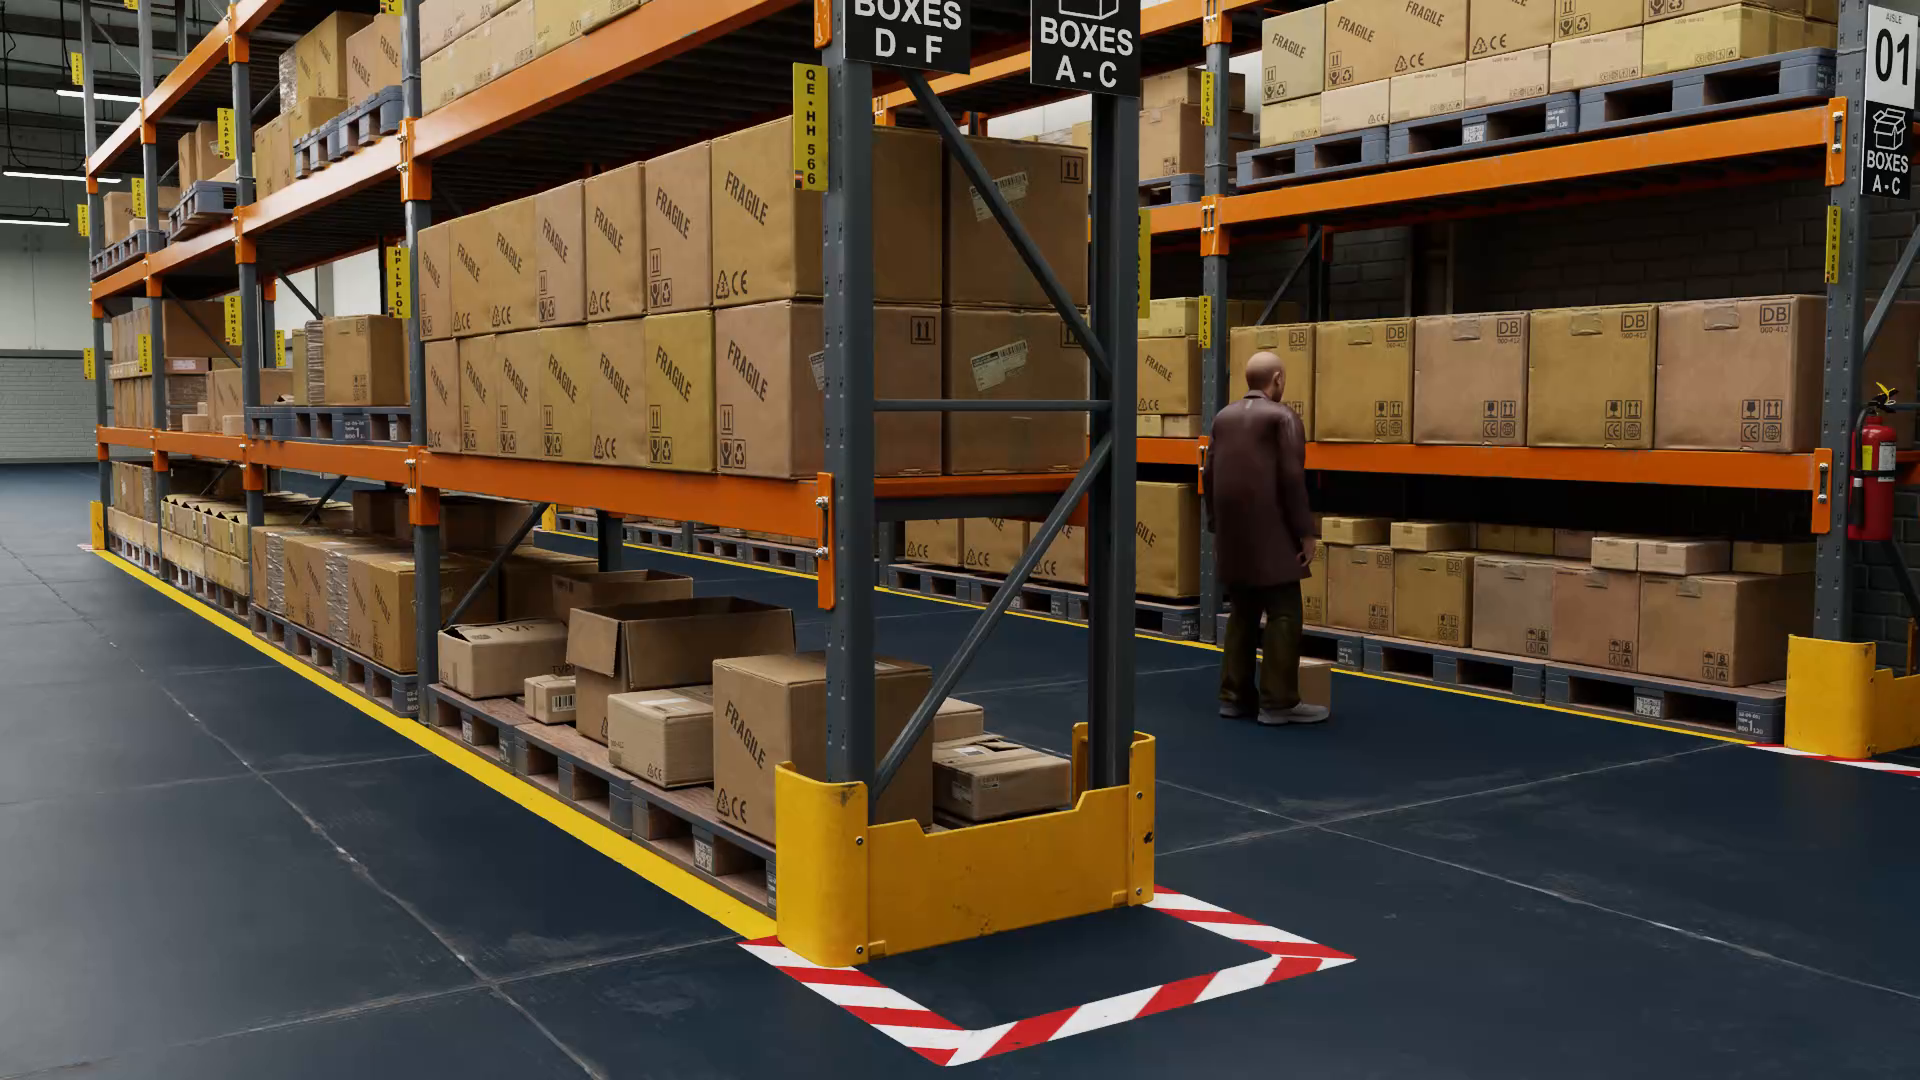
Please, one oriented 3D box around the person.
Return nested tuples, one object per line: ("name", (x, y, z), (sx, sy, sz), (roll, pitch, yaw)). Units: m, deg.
("person", (1.450, -0.022, 8.044), (0.429, 1.772, 0.649), (-3, 6, -37))
